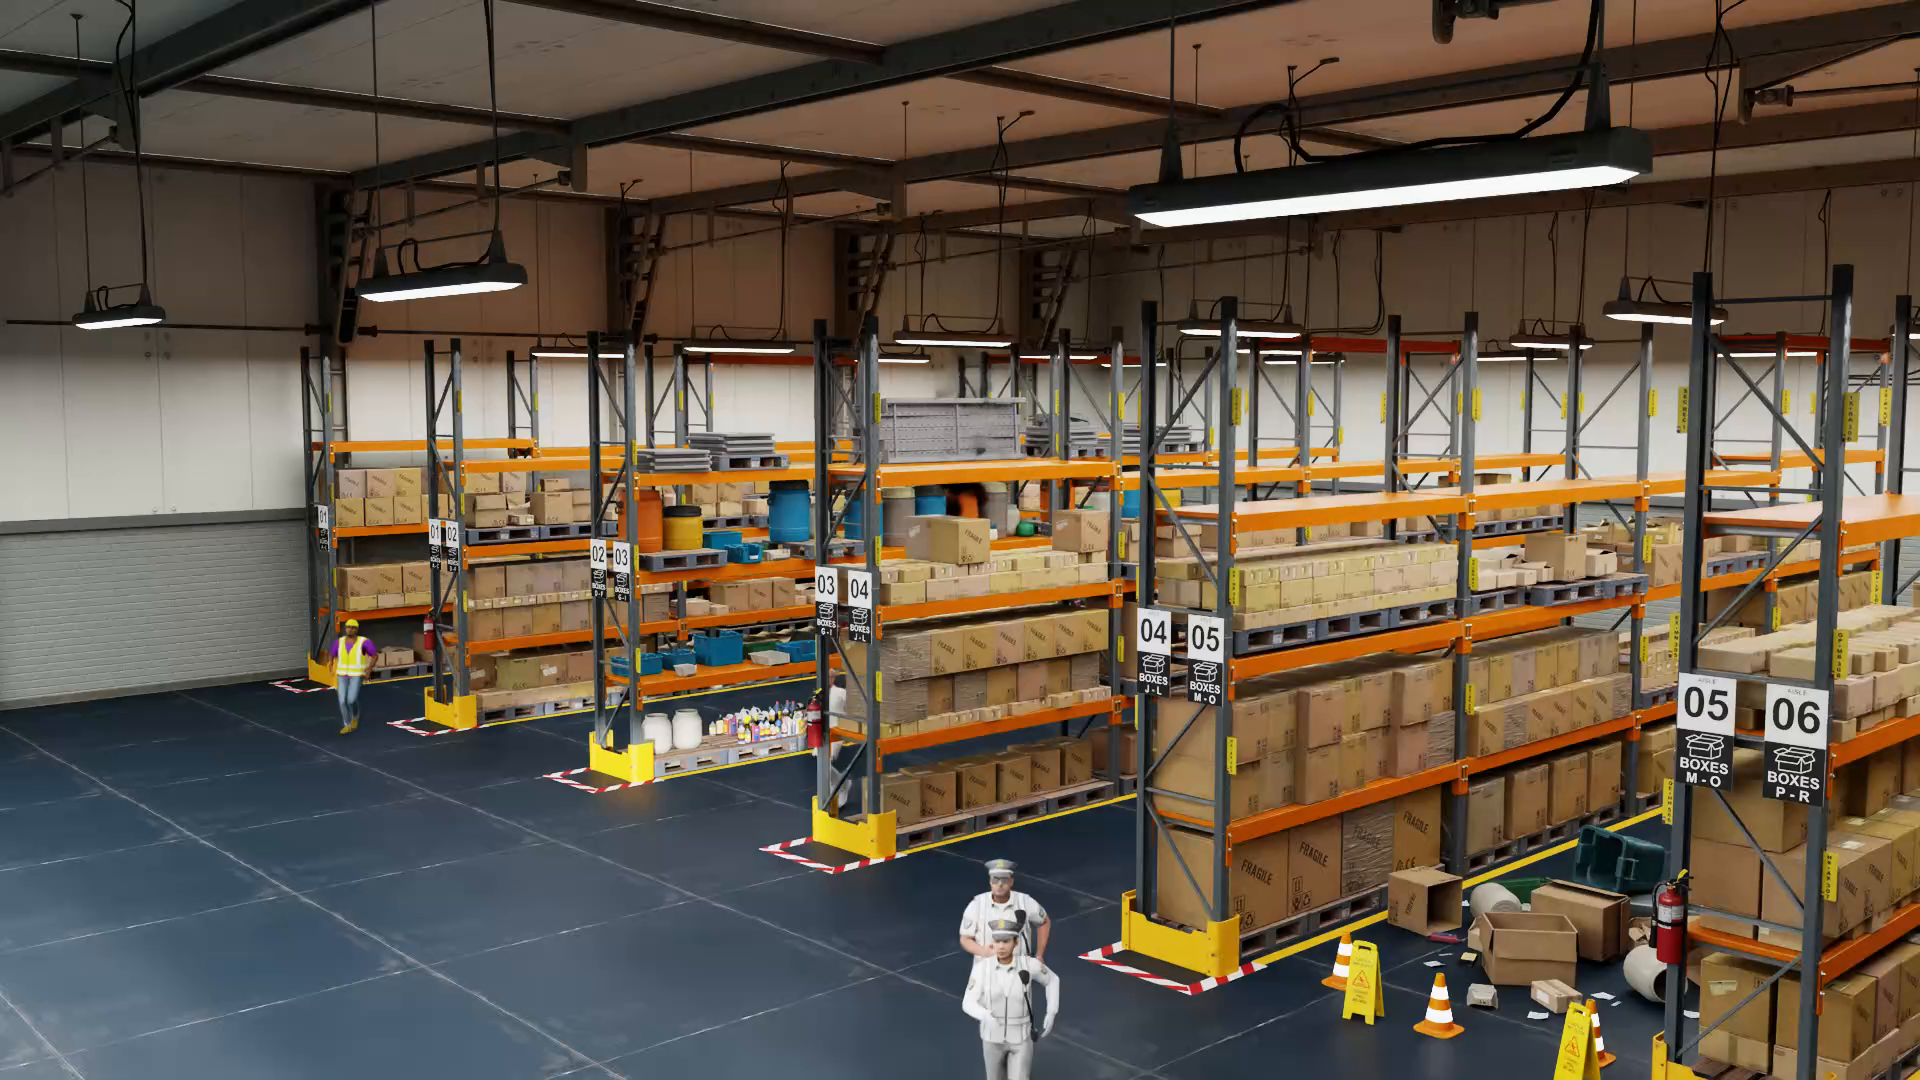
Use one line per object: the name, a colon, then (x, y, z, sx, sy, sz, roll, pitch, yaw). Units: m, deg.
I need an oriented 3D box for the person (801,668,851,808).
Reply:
person: (-1.652, 2.470, 20.702, 0.747, 1.756, 0.680, 5, 7, 43)

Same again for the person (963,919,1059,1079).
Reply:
person: (0.330, 3.363, 11.095, 0.620, 1.728, 0.819, 1, 5, 10)

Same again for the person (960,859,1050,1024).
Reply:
person: (0.311, 3.222, 12.164, 0.637, 1.820, 0.722, 1, 5, 10)

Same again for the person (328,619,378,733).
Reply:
person: (-9.284, 2.075, 25.306, 0.722, 1.740, 0.536, 0, 5, 0)
